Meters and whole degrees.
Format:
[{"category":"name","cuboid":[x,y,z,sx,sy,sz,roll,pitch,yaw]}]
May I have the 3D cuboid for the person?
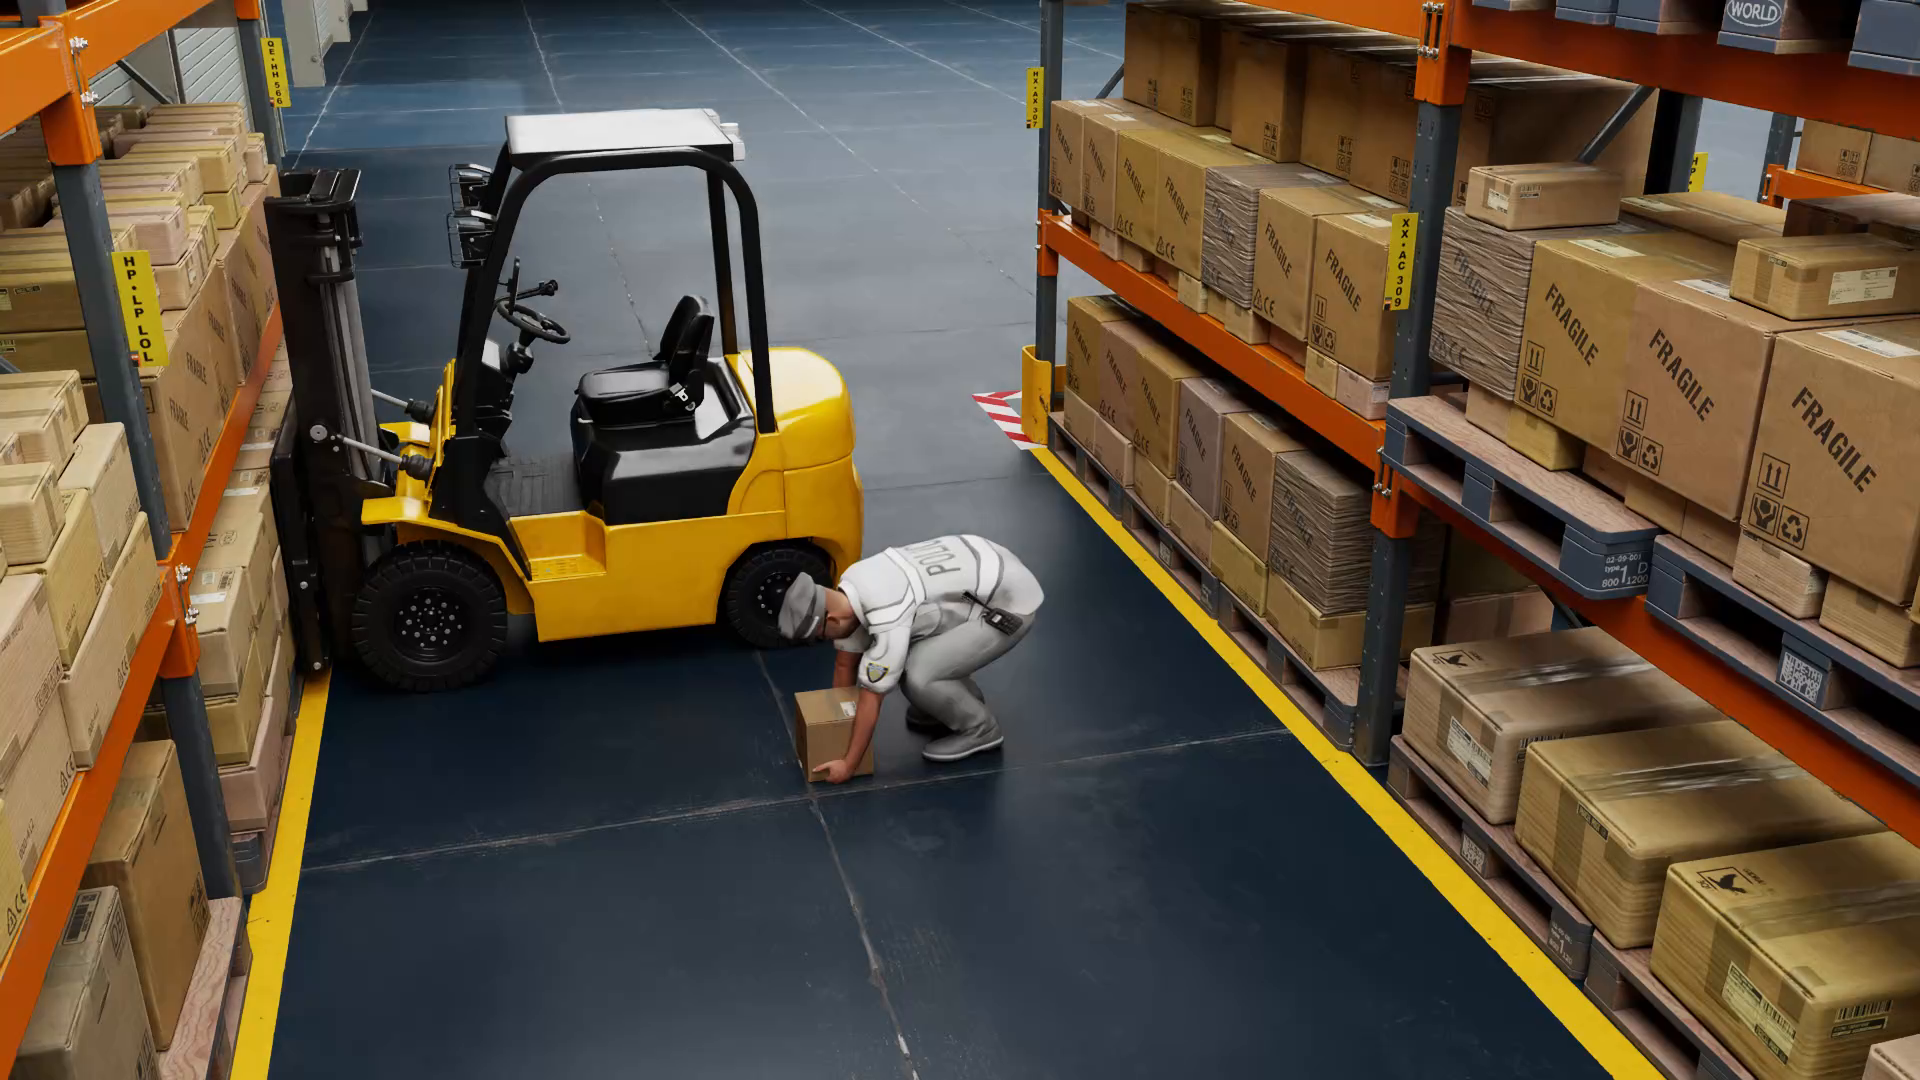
[{"category":"person","cuboid":[-0.192,0.425,6.321,1.026,0.828,0.551,-7,24,-16]}]
